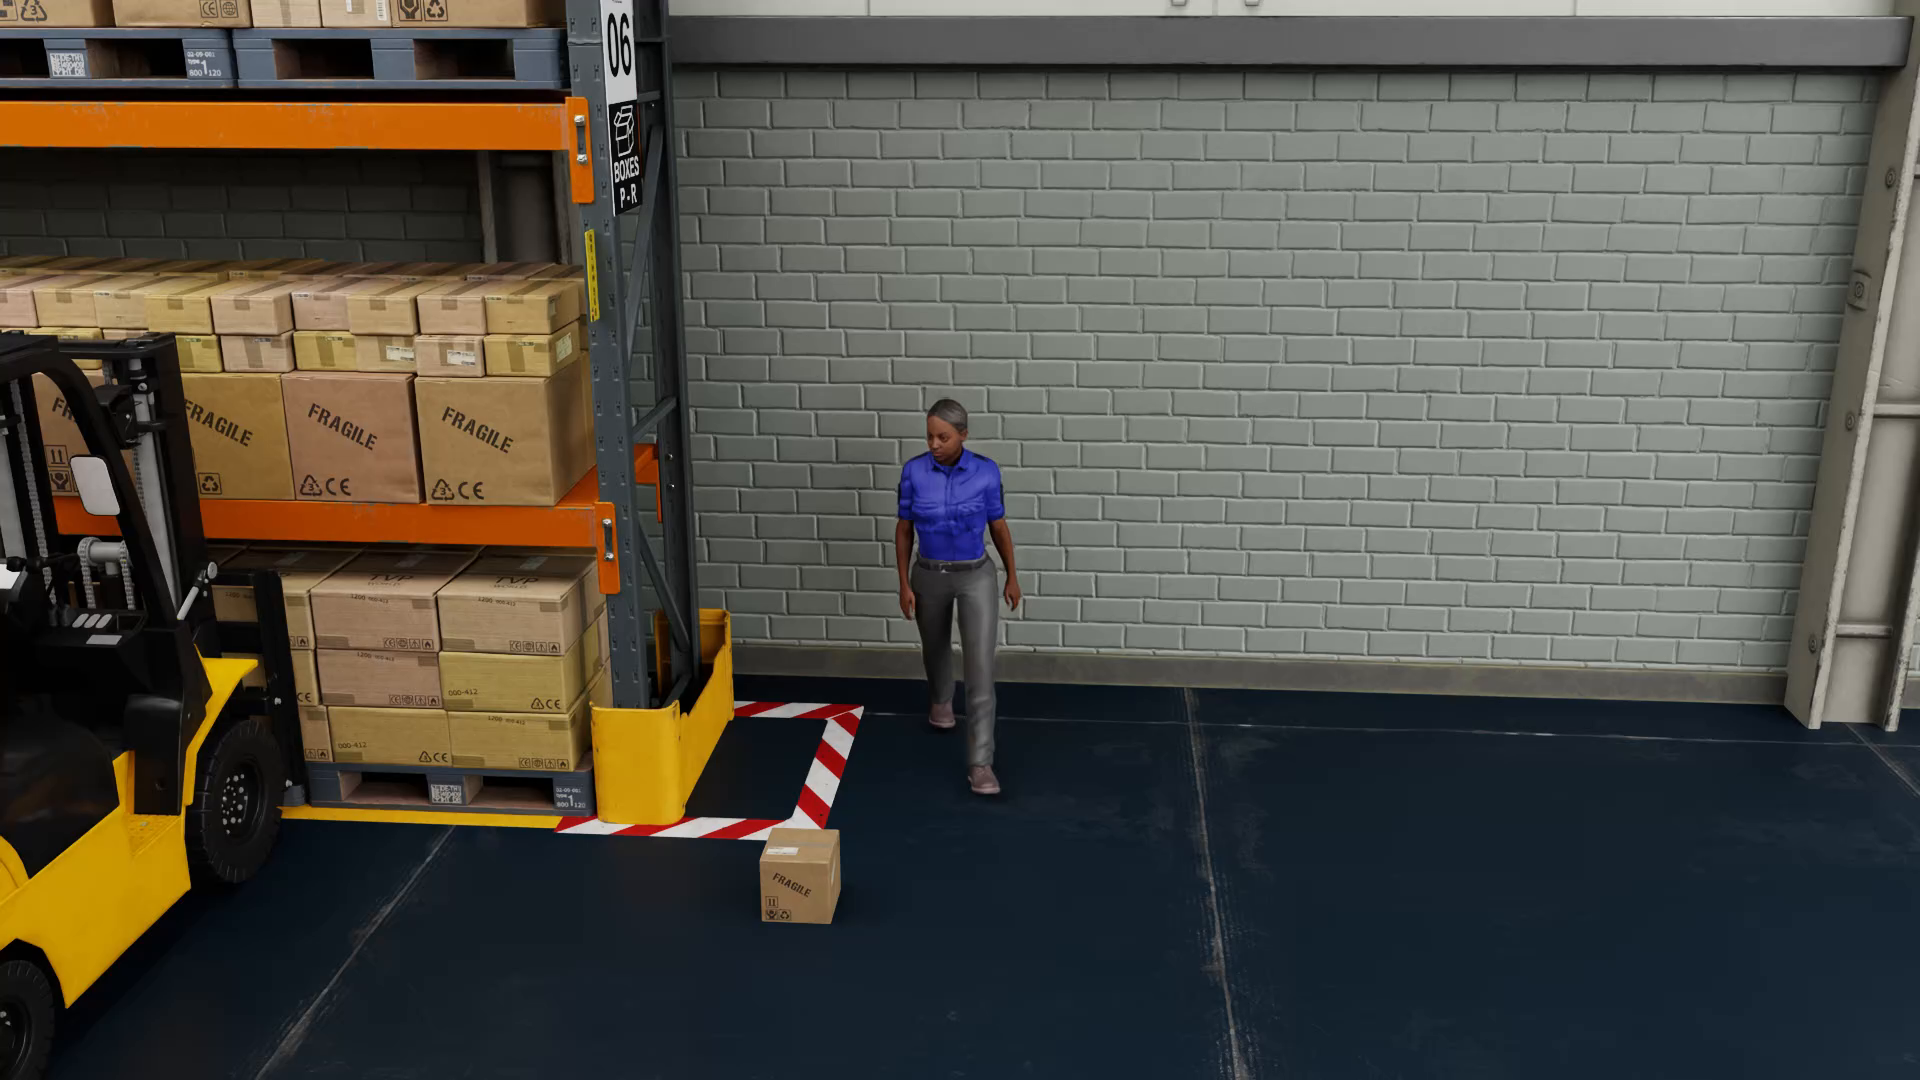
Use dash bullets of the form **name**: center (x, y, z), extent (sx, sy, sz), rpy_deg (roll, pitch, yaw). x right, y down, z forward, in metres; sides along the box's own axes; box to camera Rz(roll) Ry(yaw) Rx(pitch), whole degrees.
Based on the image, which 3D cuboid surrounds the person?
- **person**: center (-0.016, 0.178, 7.016), extent (0.520, 1.605, 0.969), rpy_deg (2, 18, 7)
